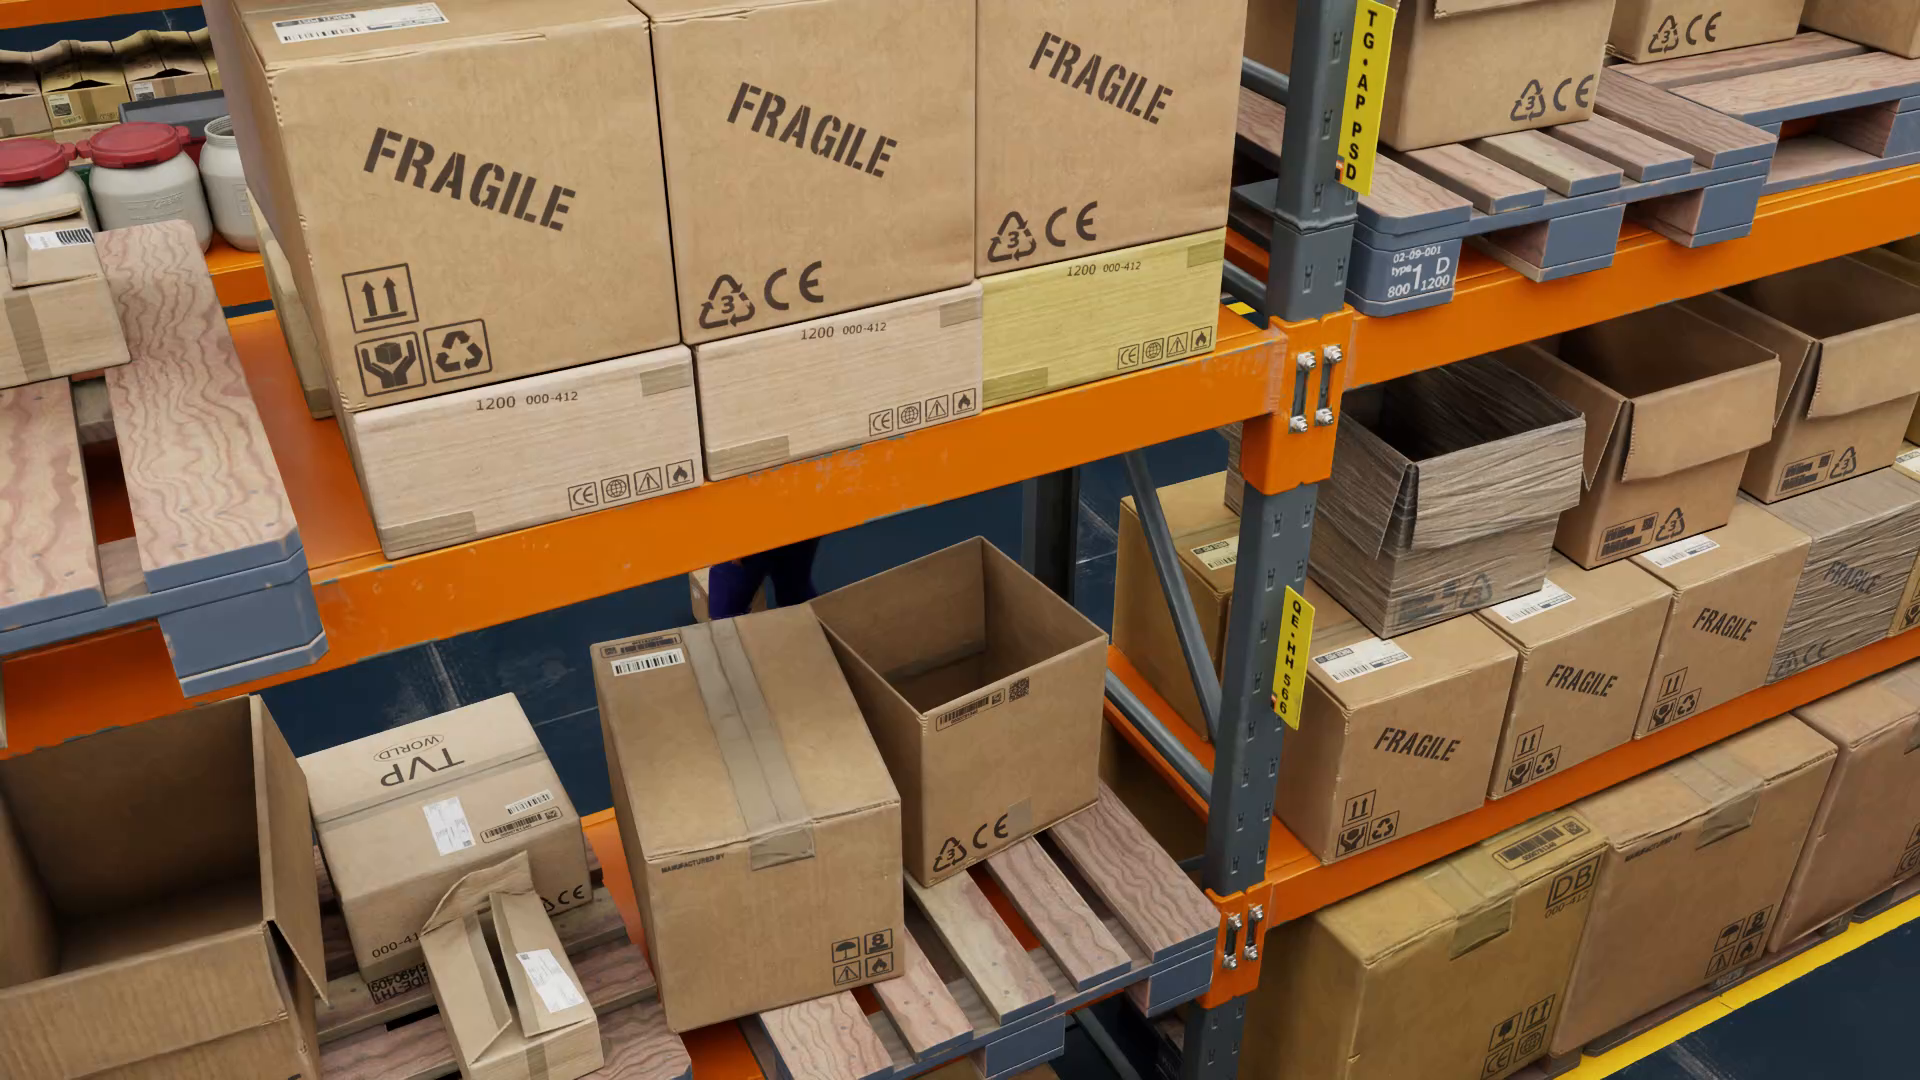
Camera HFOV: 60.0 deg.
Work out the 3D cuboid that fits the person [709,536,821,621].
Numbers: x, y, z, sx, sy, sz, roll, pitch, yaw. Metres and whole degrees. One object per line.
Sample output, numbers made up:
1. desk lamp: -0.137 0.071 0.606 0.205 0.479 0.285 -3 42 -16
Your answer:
1. person: -0.794 -0.026 6.349 0.477 1.455 0.553 21 39 28
